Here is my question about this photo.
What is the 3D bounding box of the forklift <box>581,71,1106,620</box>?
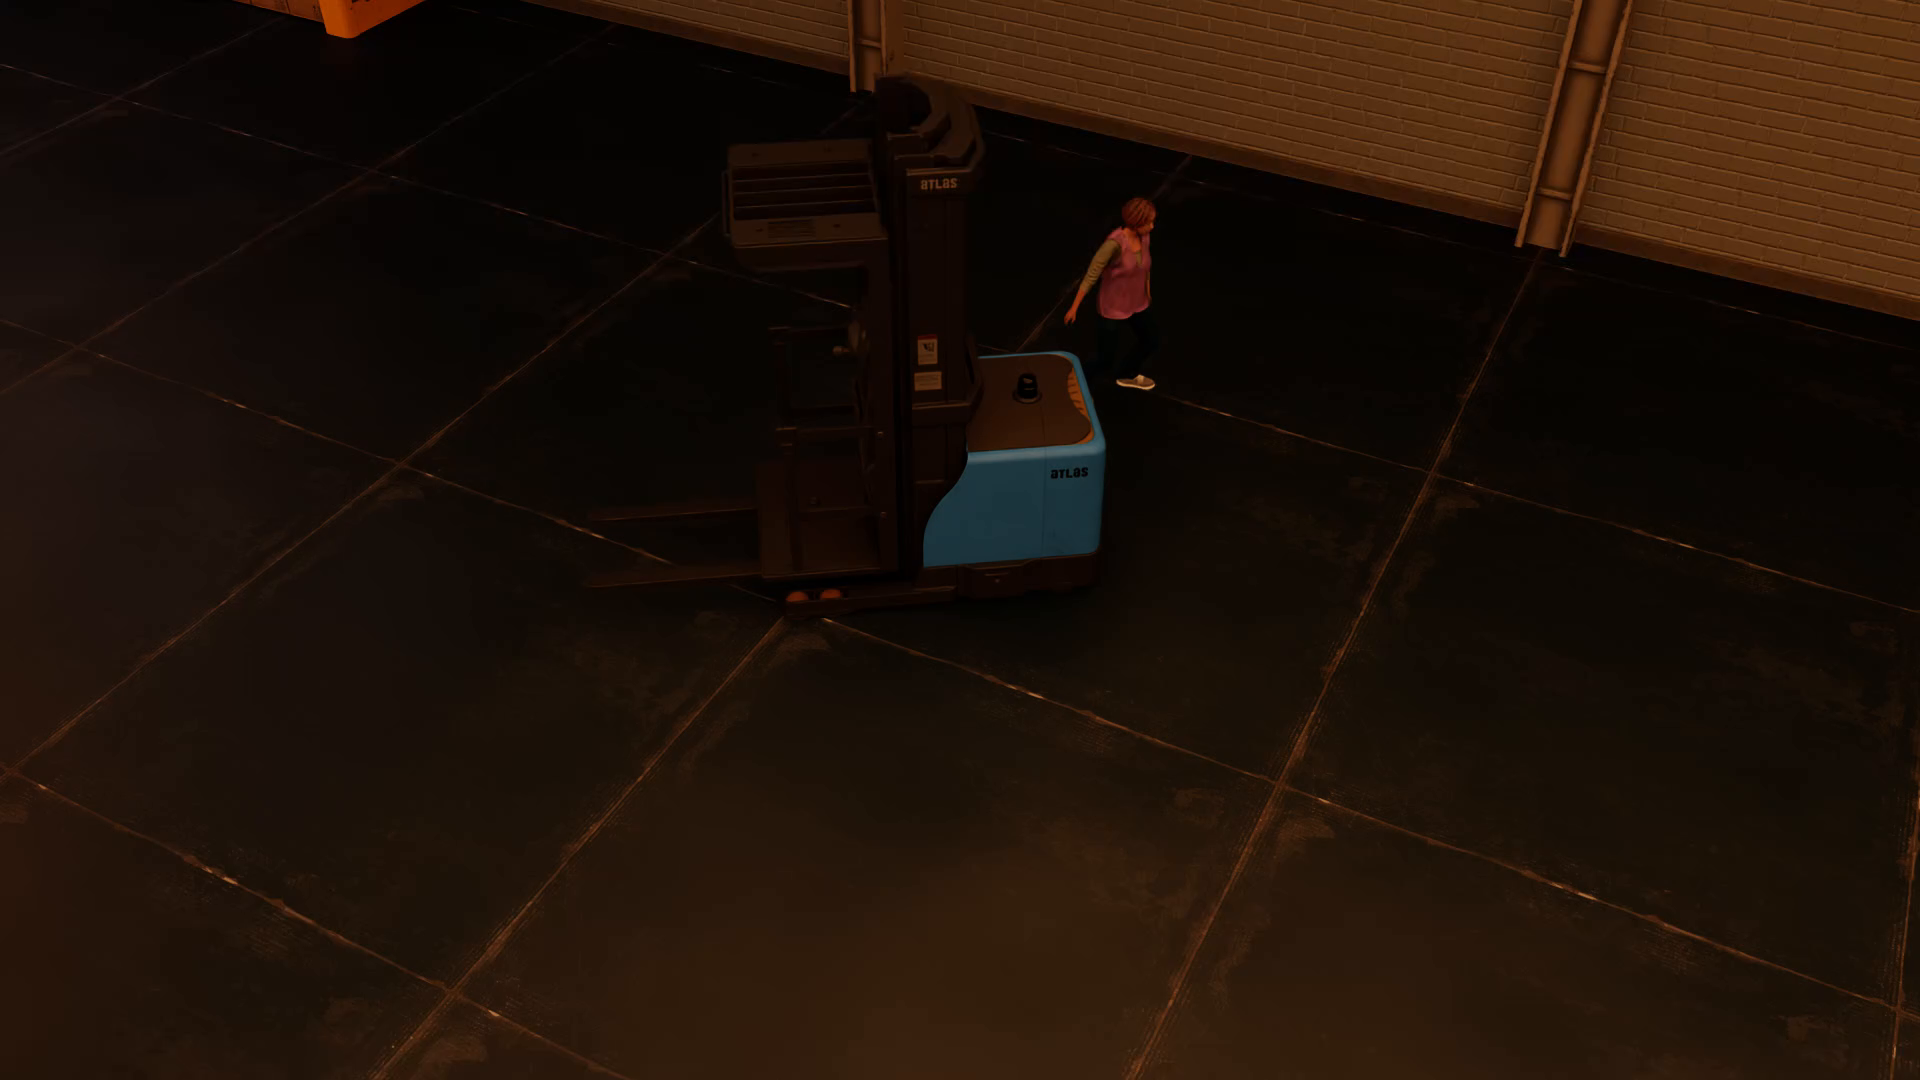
[{"bbox_3d":[-0.725,-1.017,9.194,3.031,2.935,1.130,-5,40,-5],"label":"forklift"}]

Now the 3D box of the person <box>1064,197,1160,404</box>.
[{"bbox_3d":[0.990,-1.556,10.950,0.733,1.547,0.438,-26,46,-27],"label":"person"}]
